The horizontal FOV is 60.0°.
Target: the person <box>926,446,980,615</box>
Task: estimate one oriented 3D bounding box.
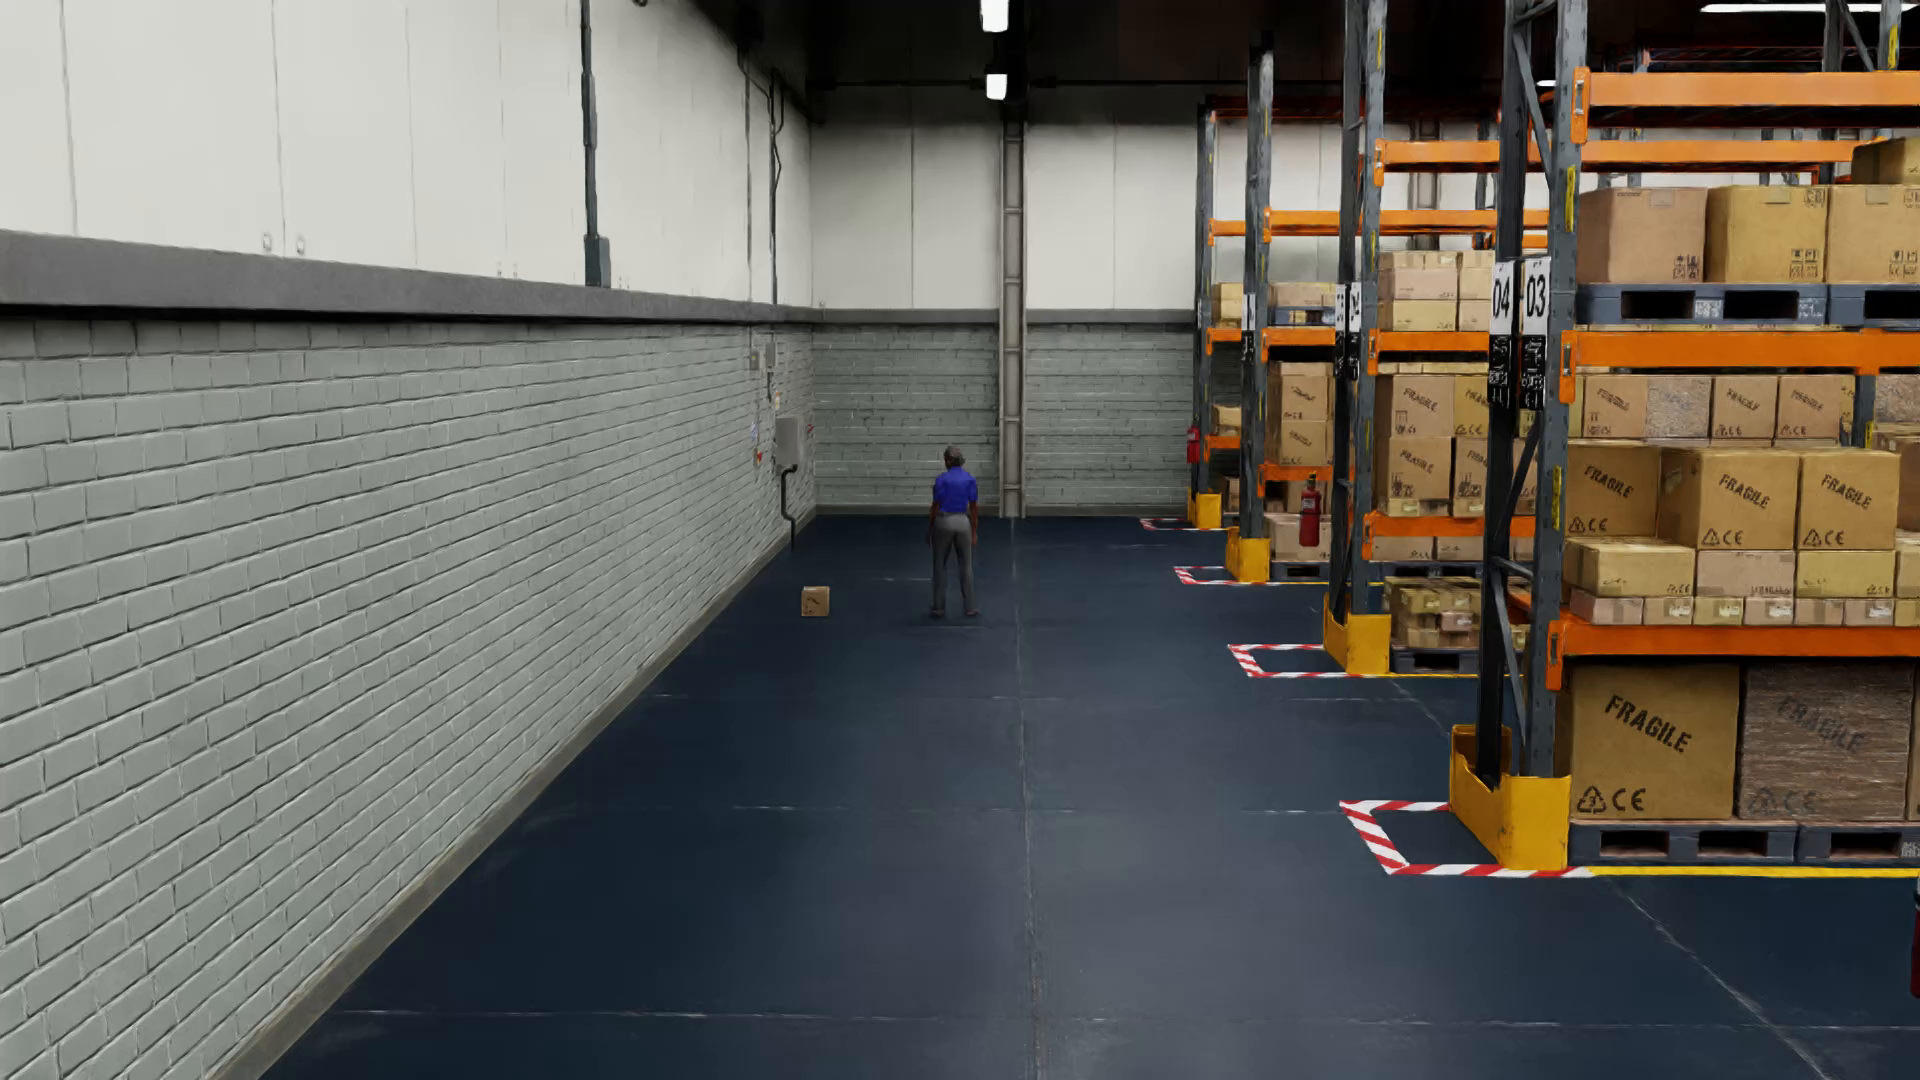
[{"bbox_3d":[-0.070,-0.092,16.315,0.535,1.666,0.437,-3,8,-19],"label":"person"}]
